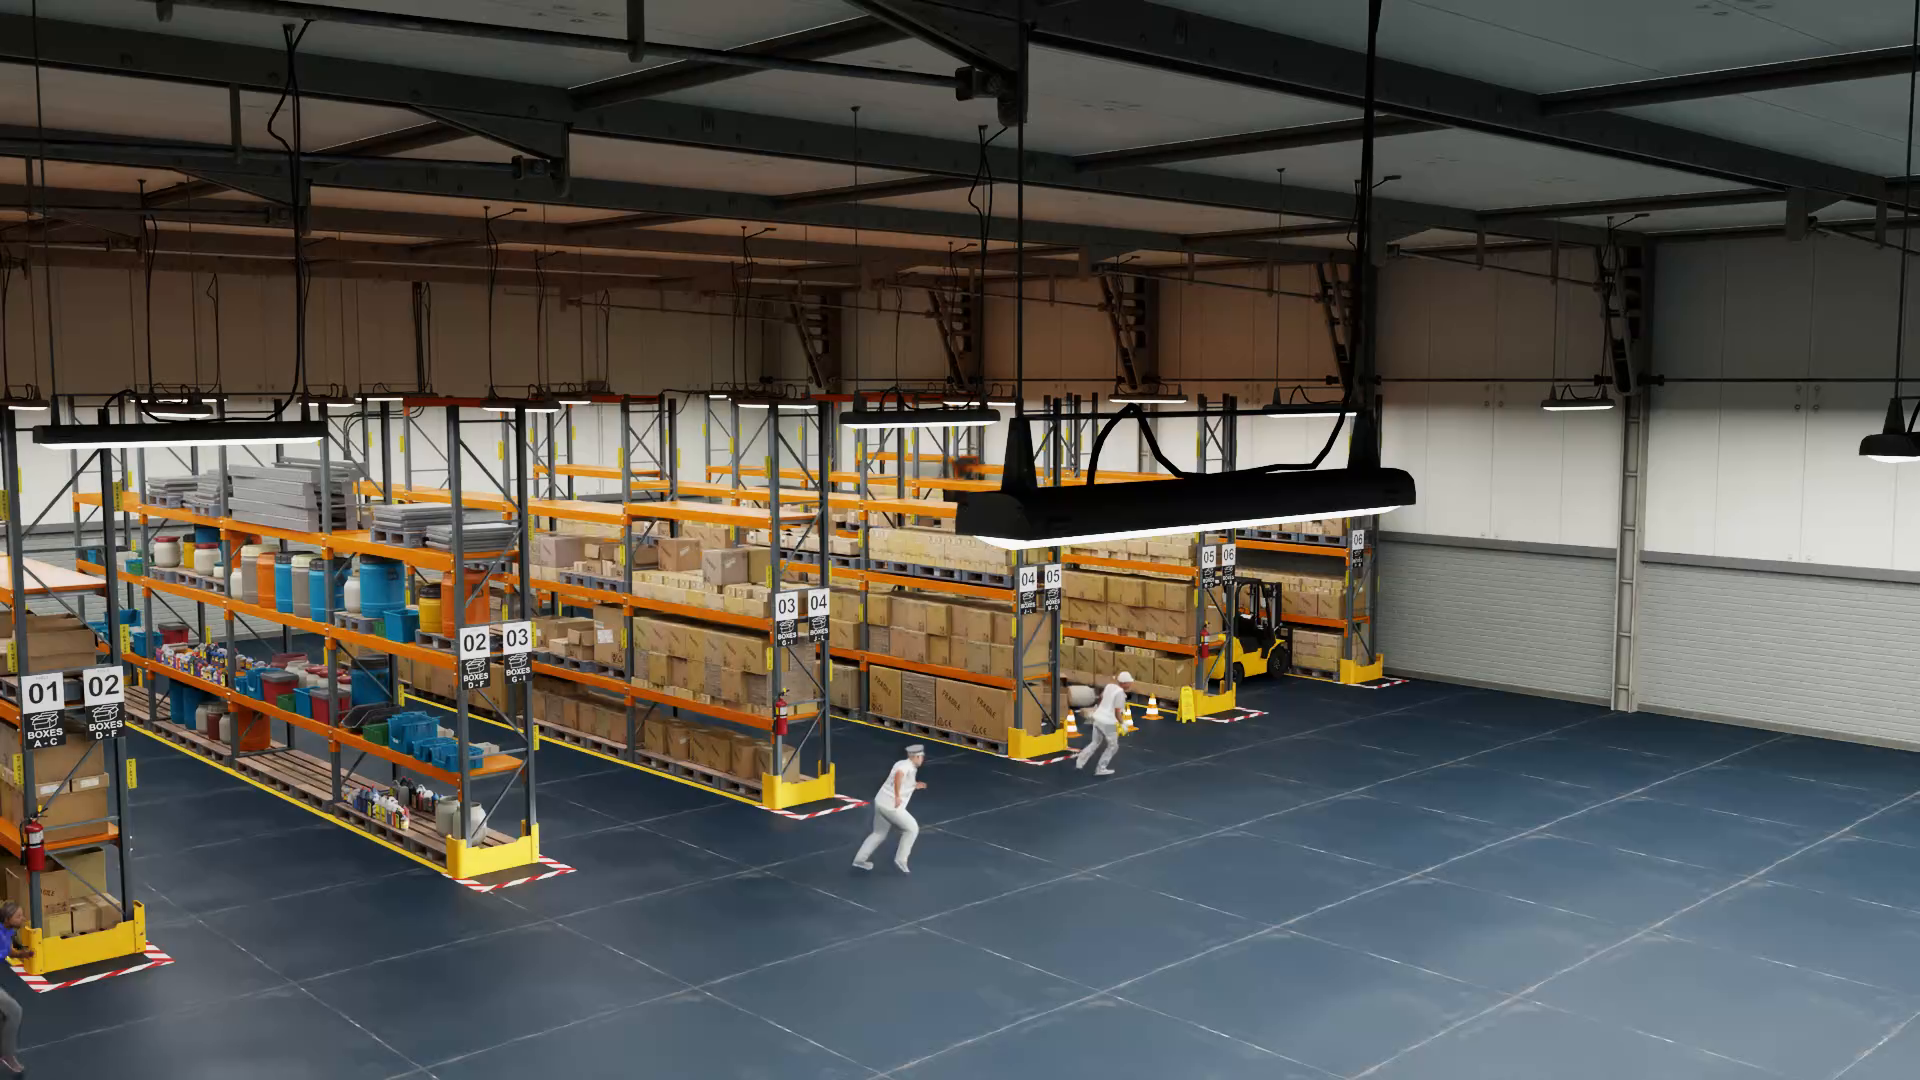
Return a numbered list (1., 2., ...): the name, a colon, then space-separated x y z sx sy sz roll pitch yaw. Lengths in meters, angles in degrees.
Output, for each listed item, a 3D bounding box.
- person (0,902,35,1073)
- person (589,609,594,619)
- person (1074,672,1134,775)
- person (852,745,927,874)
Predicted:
1. person: -8.941 4.108 15.096 0.974 1.610 0.615 -2 6 -19
2. person: -8.891 1.550 40.976 0.610 1.694 0.686 4 7 34
3. person: 2.317 2.932 26.632 0.890 1.656 0.714 -2 6 -24
4. person: -0.879 3.496 21.272 1.017 1.703 0.712 -2 6 -18
